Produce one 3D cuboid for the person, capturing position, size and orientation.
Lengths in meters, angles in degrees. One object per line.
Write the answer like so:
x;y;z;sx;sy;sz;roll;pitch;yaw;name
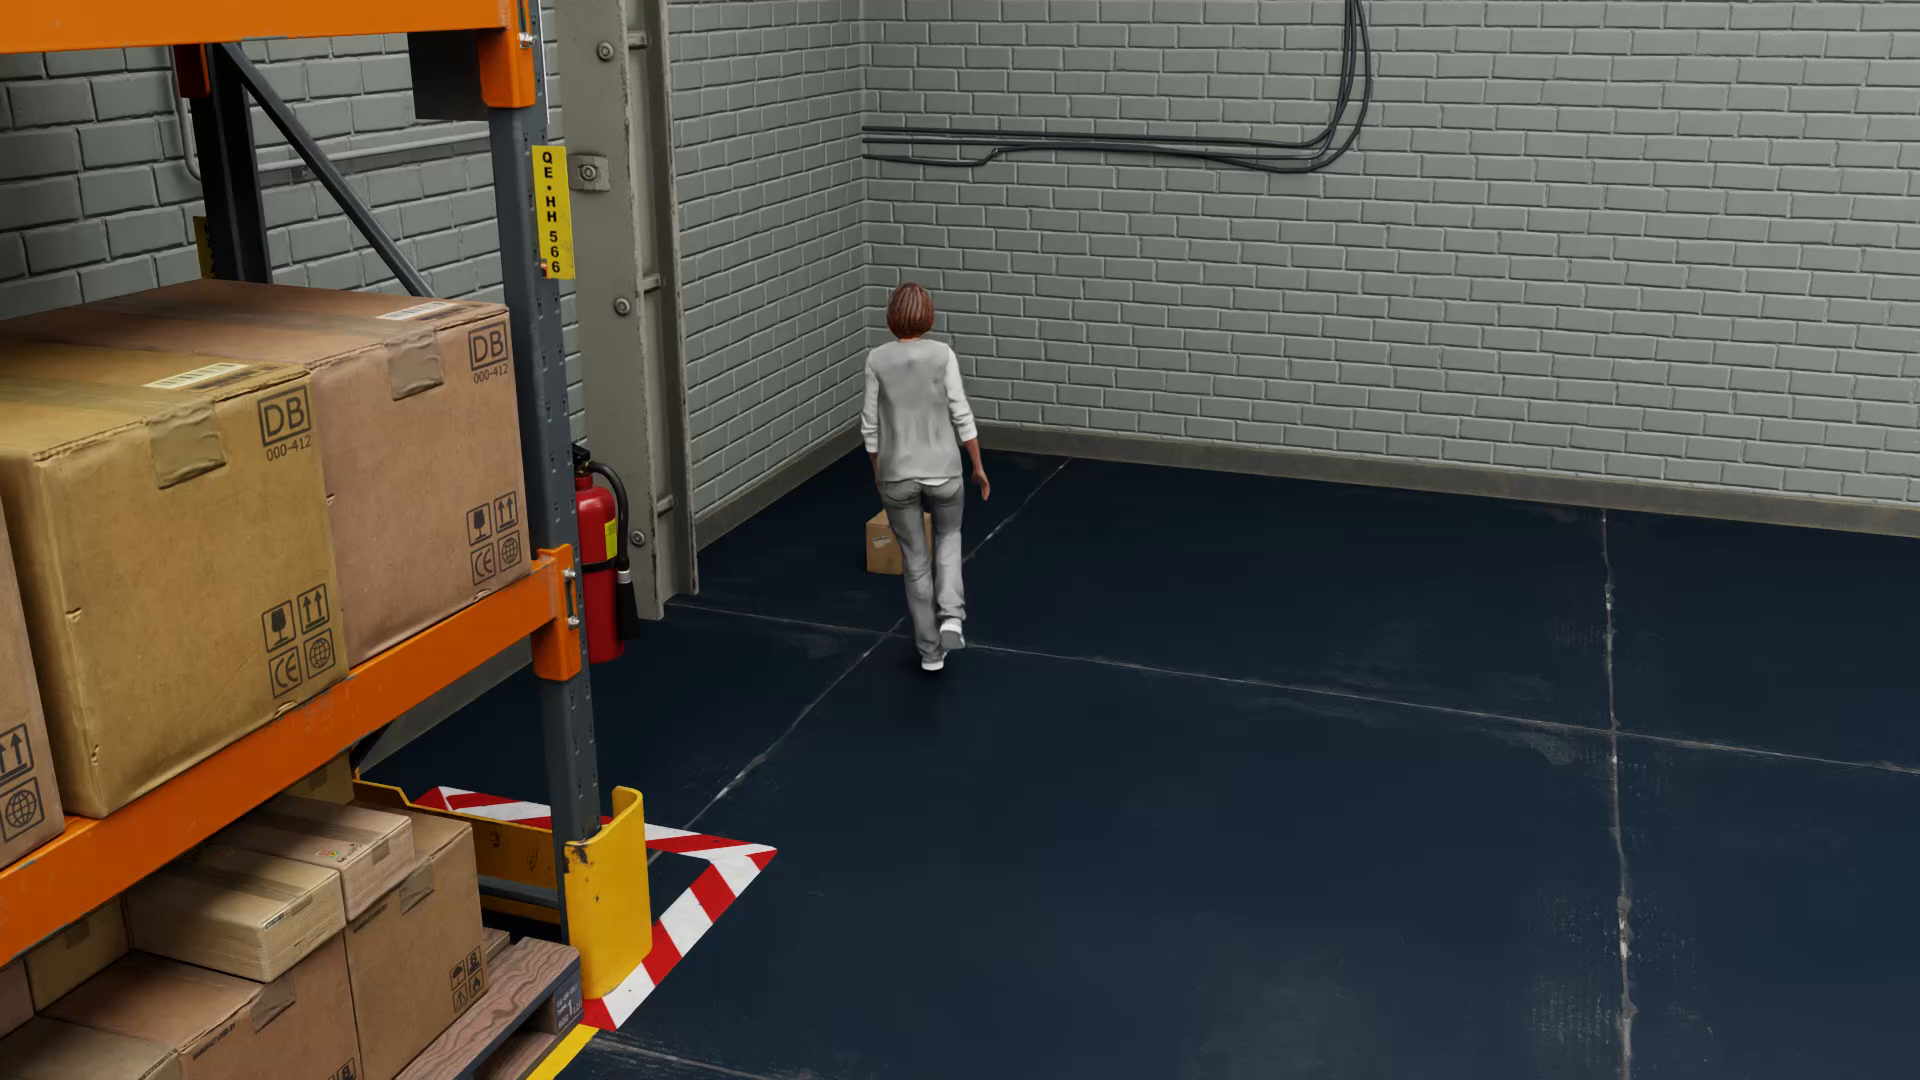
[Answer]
-0.135;-0.247;6.749;0.523;1.587;0.432;-1;19;-3;person
